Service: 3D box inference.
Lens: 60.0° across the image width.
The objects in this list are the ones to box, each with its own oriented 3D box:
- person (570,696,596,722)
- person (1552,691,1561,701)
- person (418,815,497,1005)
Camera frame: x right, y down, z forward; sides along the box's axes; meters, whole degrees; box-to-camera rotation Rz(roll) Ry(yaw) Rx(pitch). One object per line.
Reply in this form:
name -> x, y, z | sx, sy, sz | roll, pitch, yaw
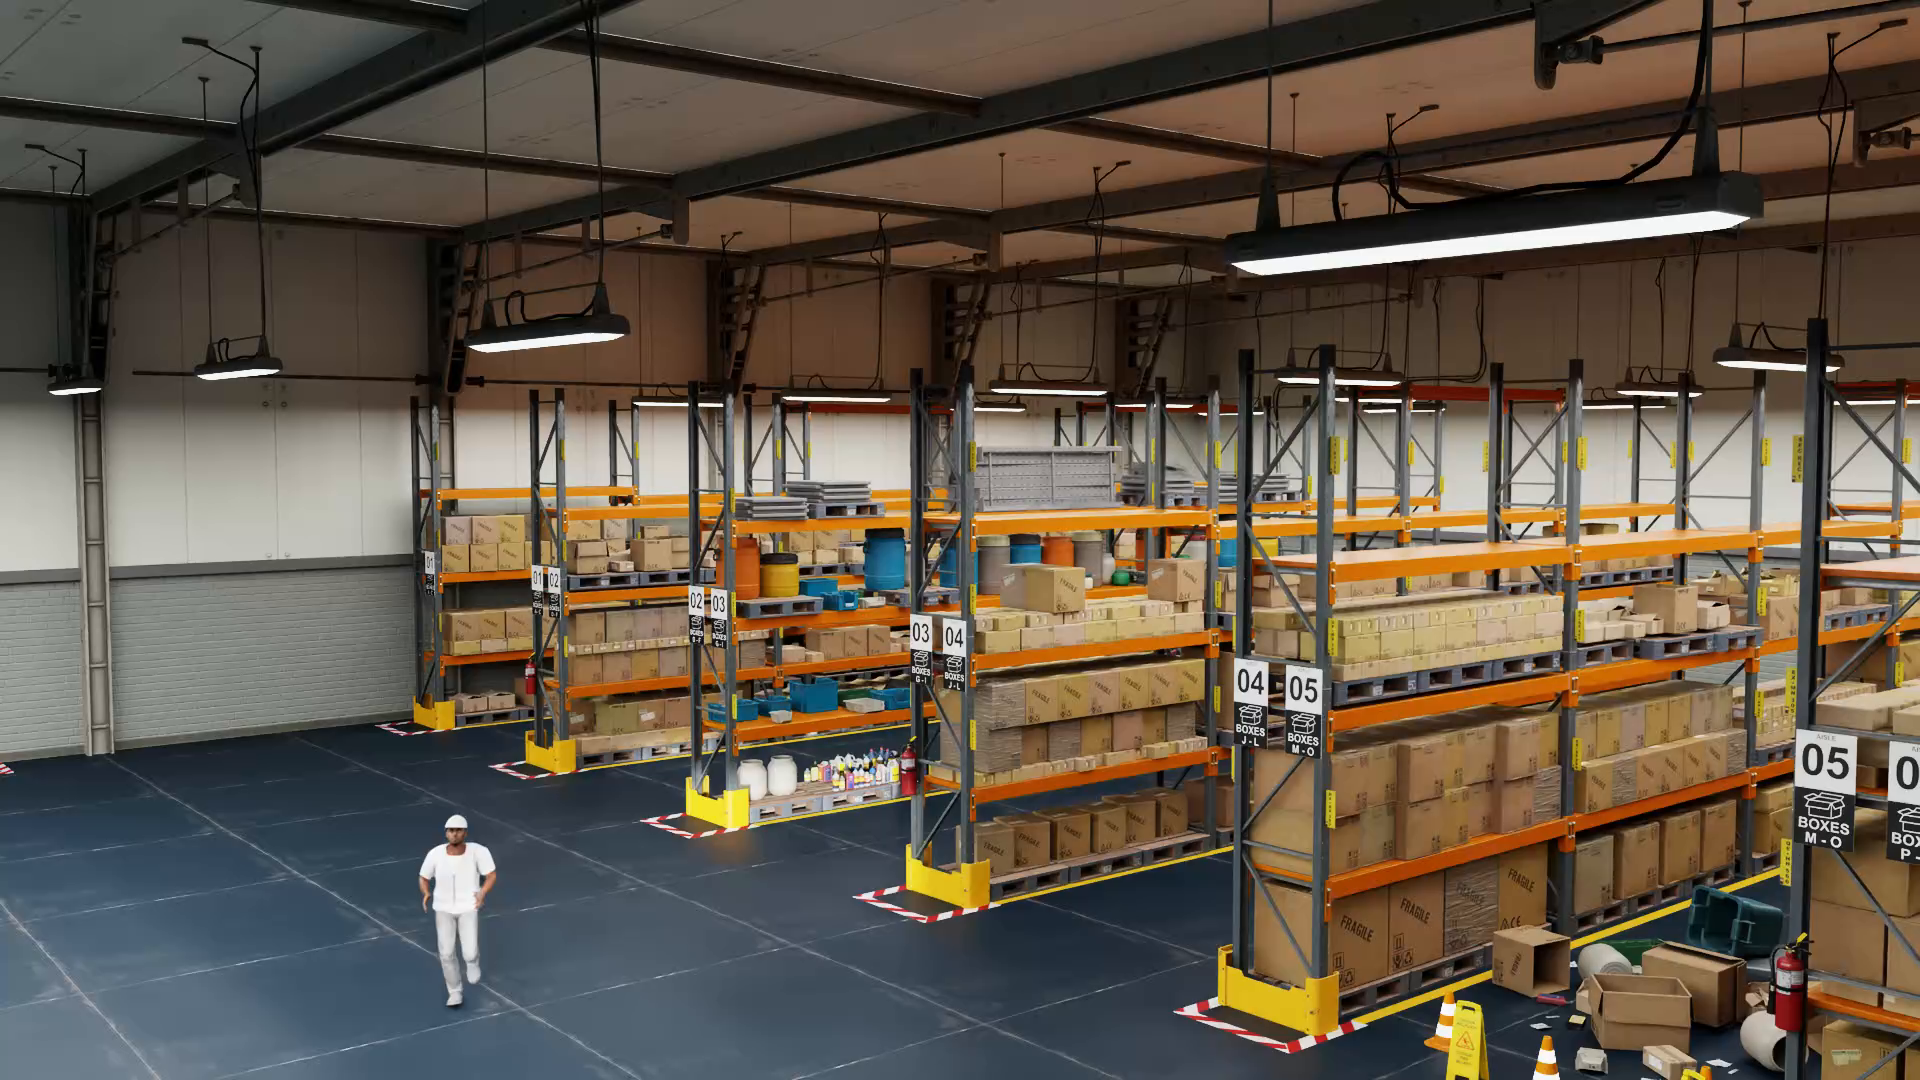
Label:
person -> -6.495, 2.578, 28.744 | 0.804, 1.768, 0.678 | -3, 4, -42
person -> 8.688, 2.935, 24.041 | 0.607, 1.624, 0.608 | 3, 5, 45
person -> -4.653, 3.396, 15.390 | 0.700, 1.719, 0.625 | -1, 3, -9
